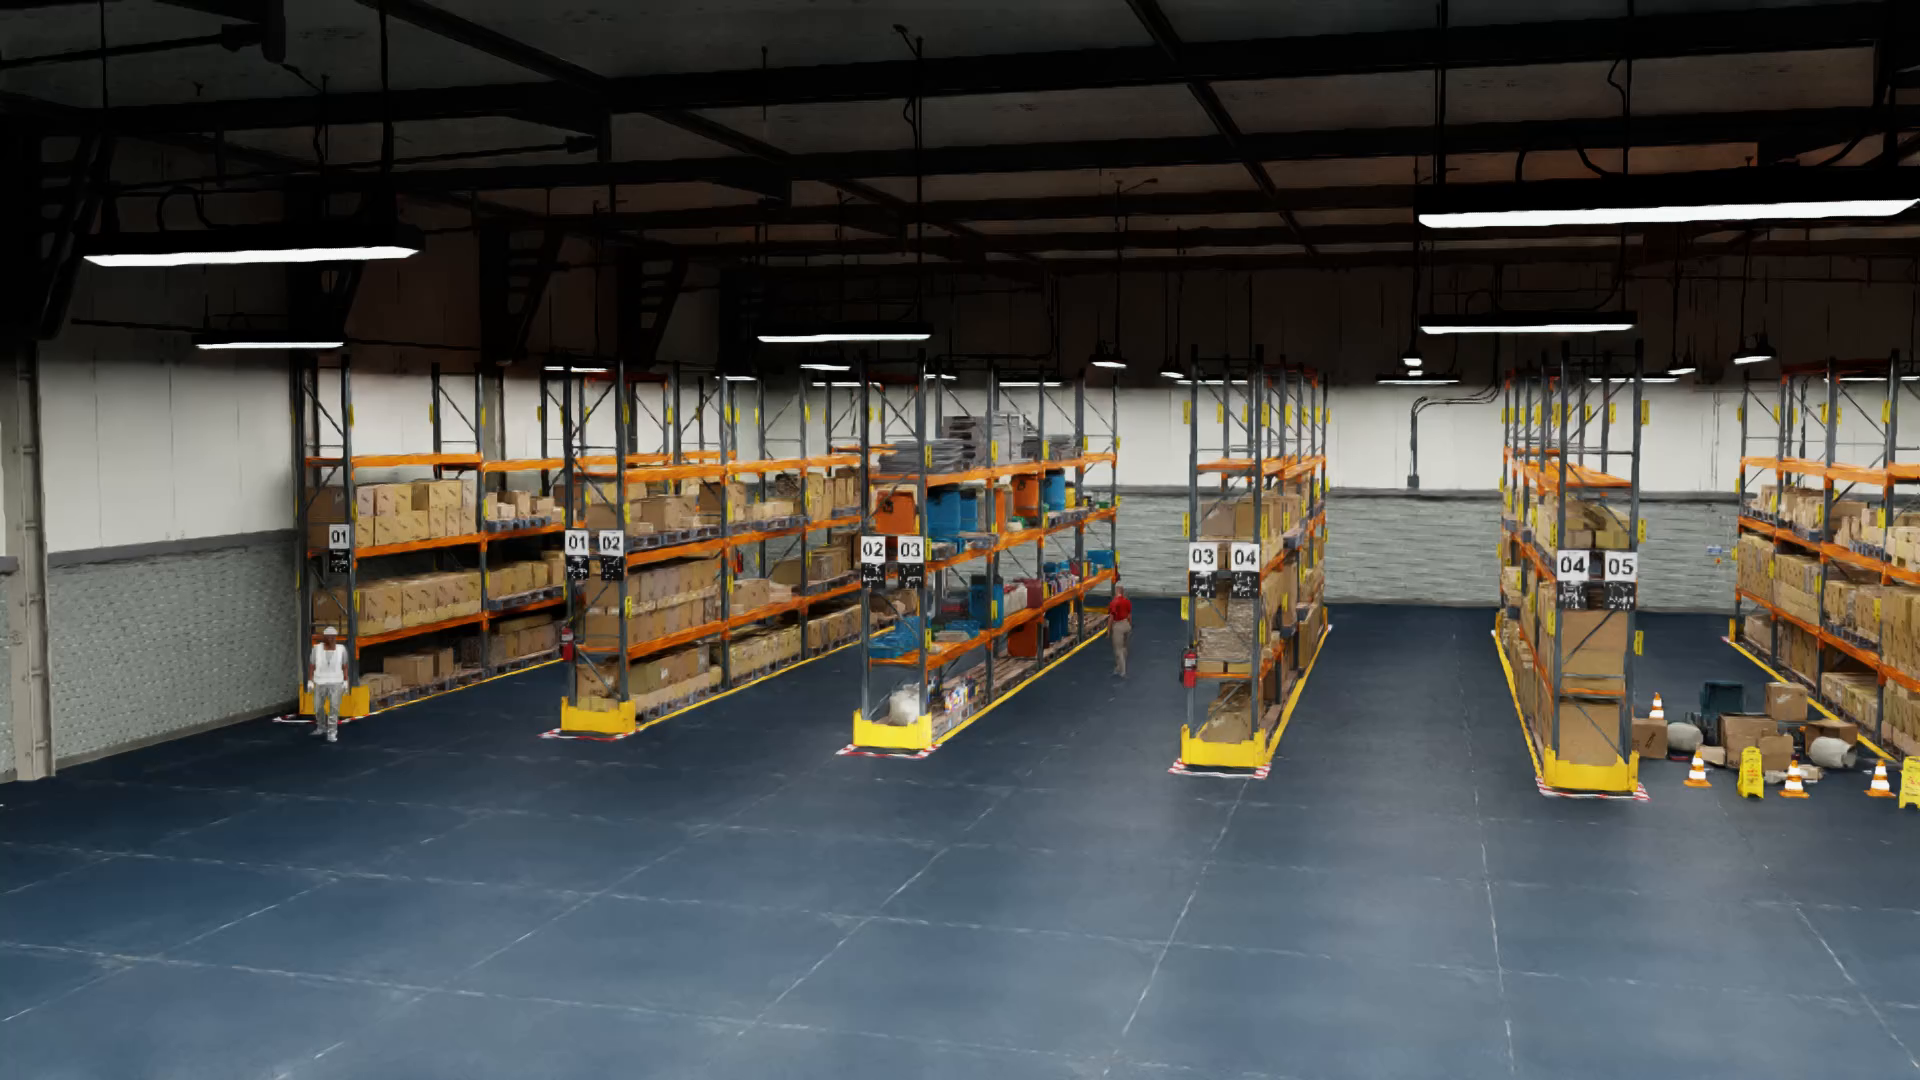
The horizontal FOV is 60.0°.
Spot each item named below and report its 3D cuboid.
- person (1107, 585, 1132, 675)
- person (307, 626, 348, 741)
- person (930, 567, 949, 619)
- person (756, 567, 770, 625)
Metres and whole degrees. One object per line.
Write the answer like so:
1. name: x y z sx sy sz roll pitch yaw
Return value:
1. person: 3.067 1.721 32.144 0.623 1.726 0.562 -4 6 -44
2. person: -9.750 2.198 25.655 0.599 1.770 0.575 -1 5 -19
3. person: -0.459 1.119 39.798 0.528 1.777 0.670 1 5 18
4. person: -4.498 1.314 38.102 0.430 1.653 0.530 -1 4 -13
